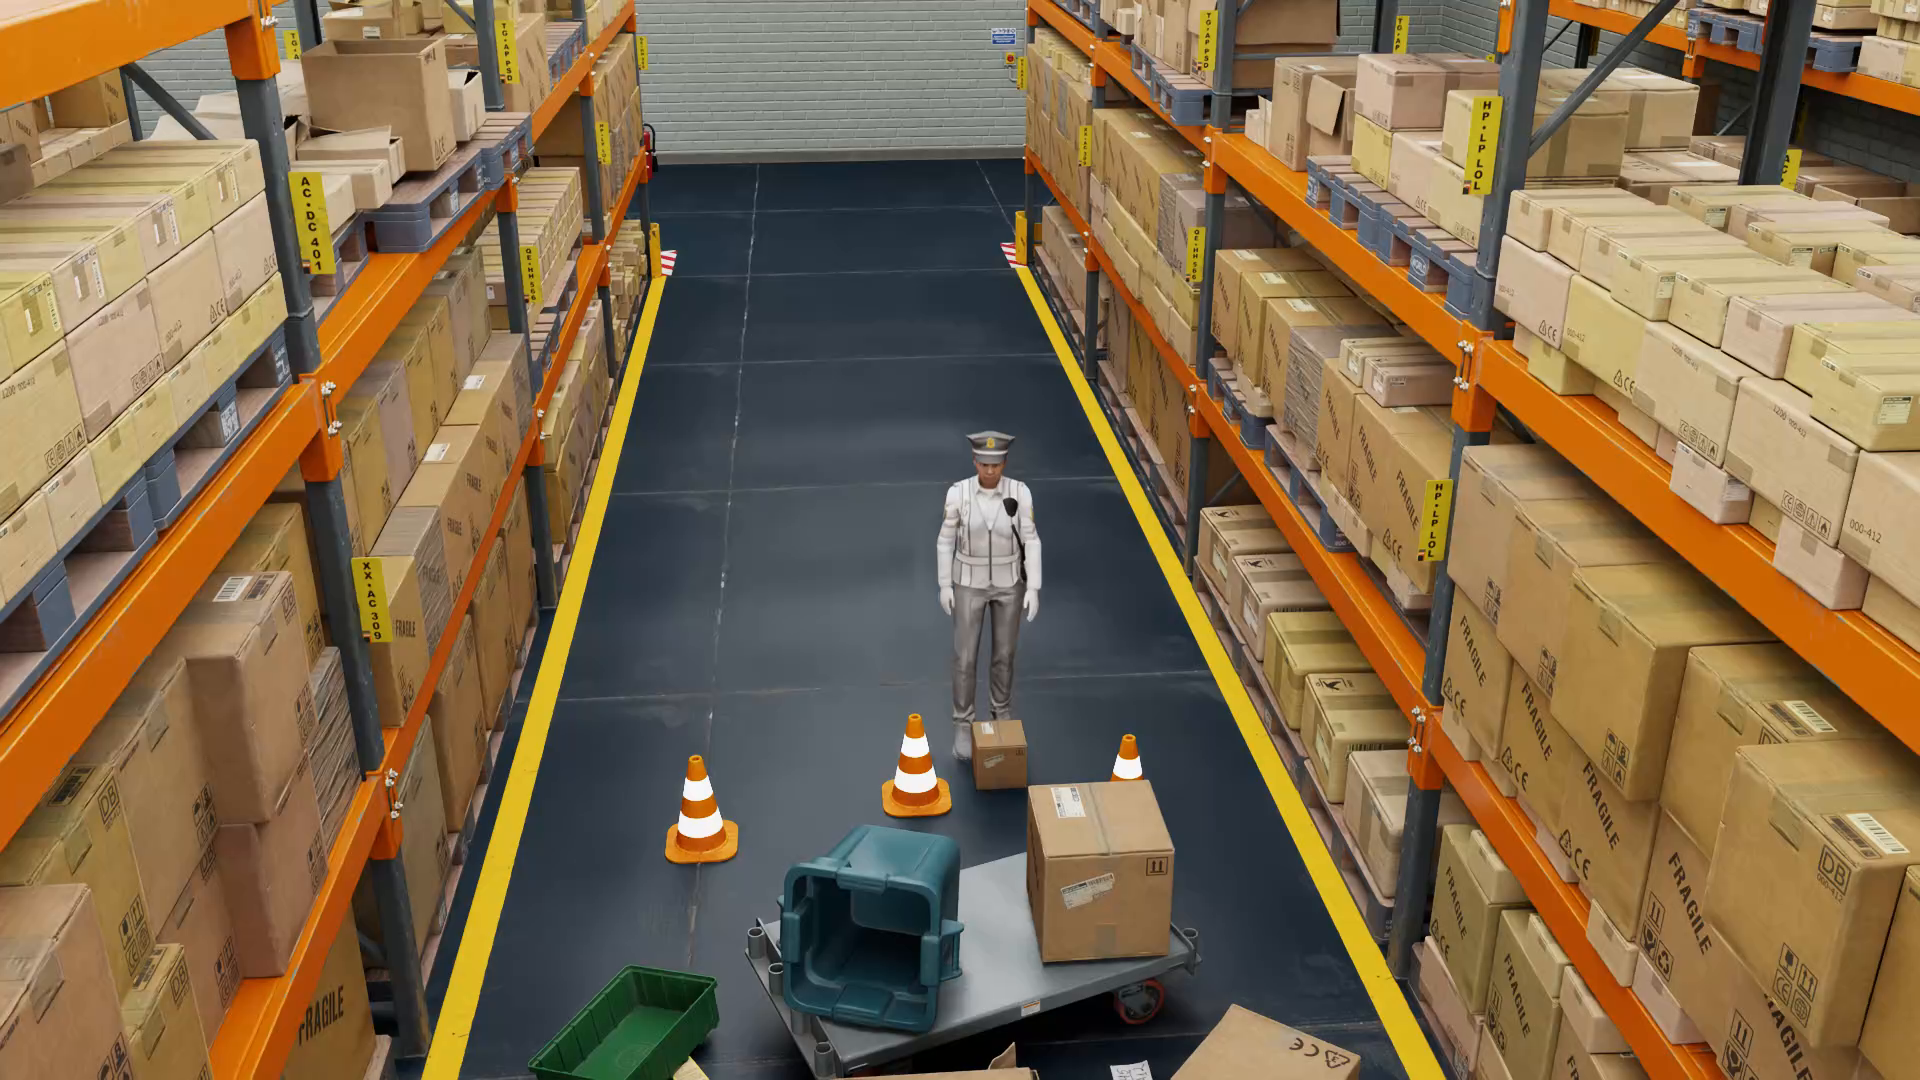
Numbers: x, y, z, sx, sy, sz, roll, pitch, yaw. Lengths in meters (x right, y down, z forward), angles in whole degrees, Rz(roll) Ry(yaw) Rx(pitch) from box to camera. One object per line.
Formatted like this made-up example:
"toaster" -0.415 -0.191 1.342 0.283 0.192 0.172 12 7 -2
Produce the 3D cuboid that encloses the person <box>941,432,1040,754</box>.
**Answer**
"person" 0.159 0.260 8.493 0.500 1.691 0.415 -2 24 -4
